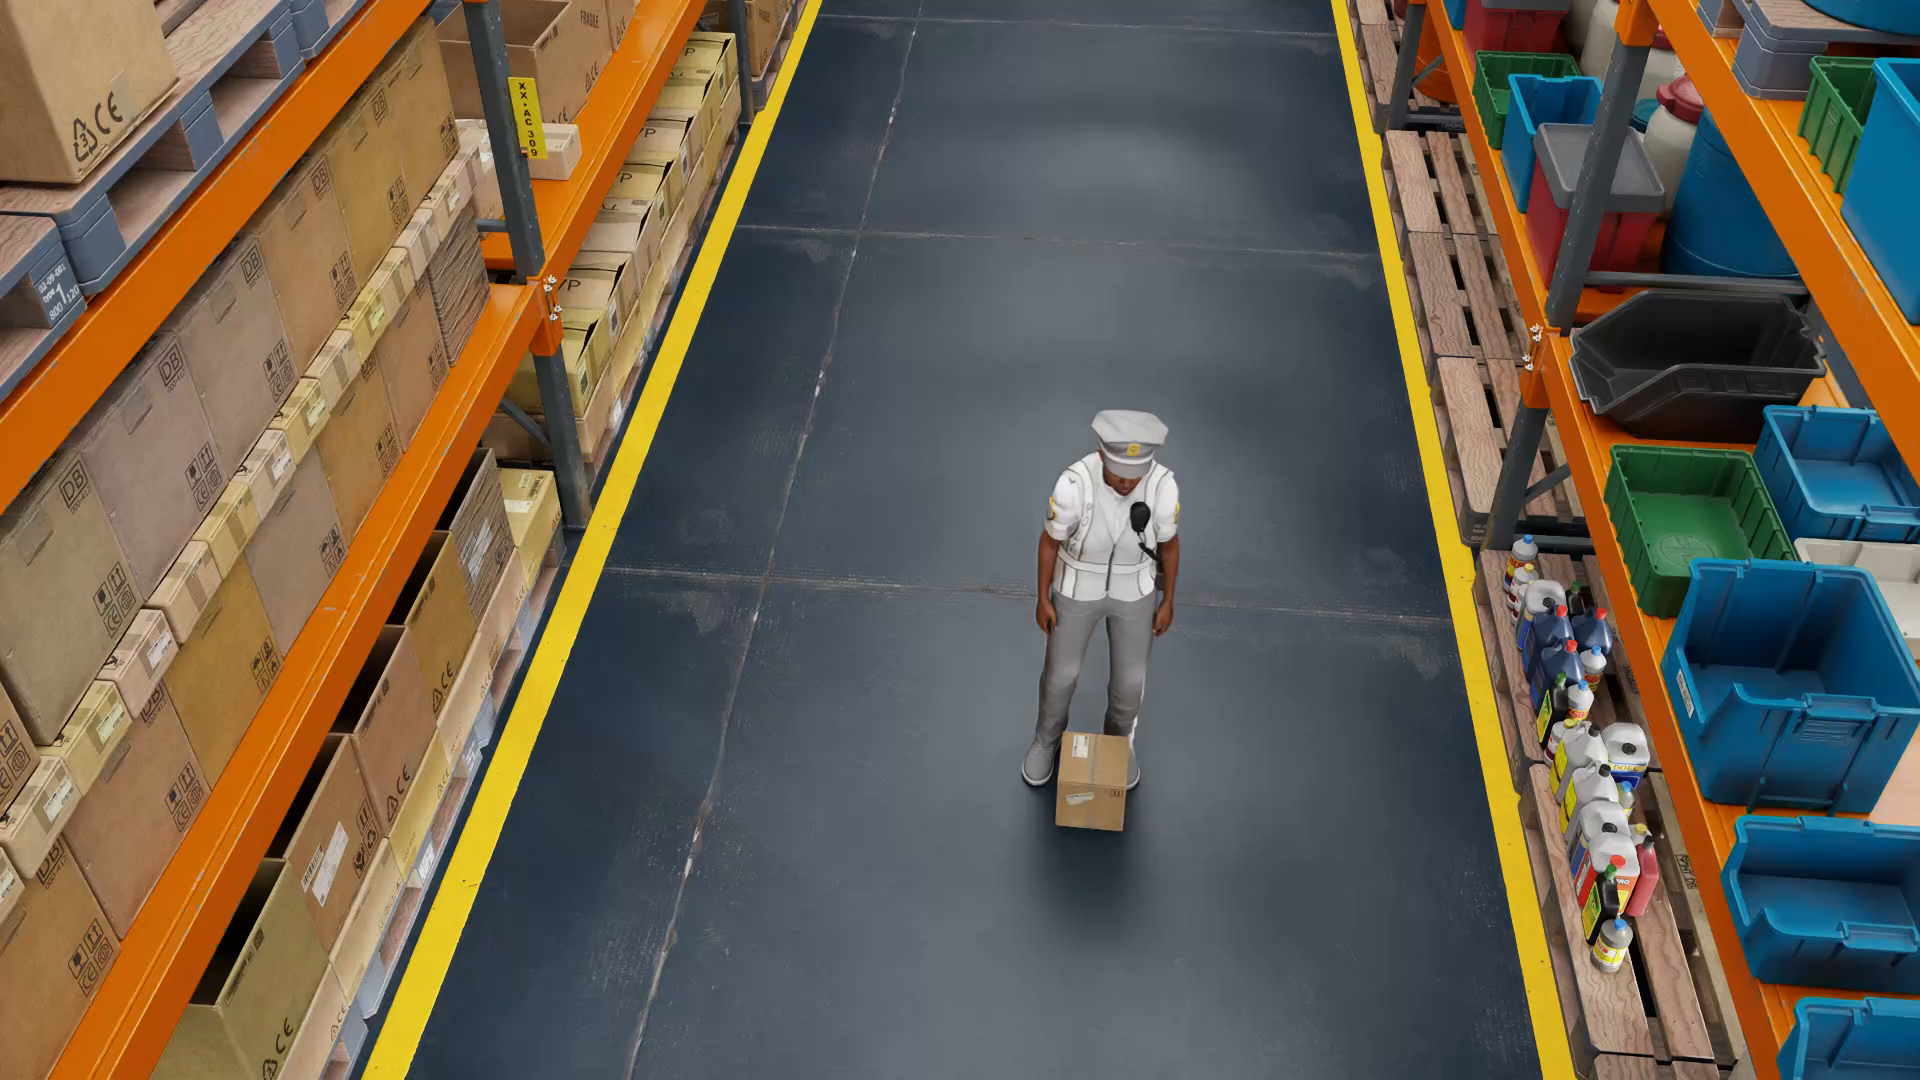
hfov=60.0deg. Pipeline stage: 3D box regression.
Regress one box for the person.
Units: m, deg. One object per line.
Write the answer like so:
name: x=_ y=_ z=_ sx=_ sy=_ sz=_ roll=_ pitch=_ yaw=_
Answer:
person: x=0.496 y=0.208 z=5.913 sx=0.503 sy=1.656 sz=0.397 roll=3 pitch=40 yaw=4
